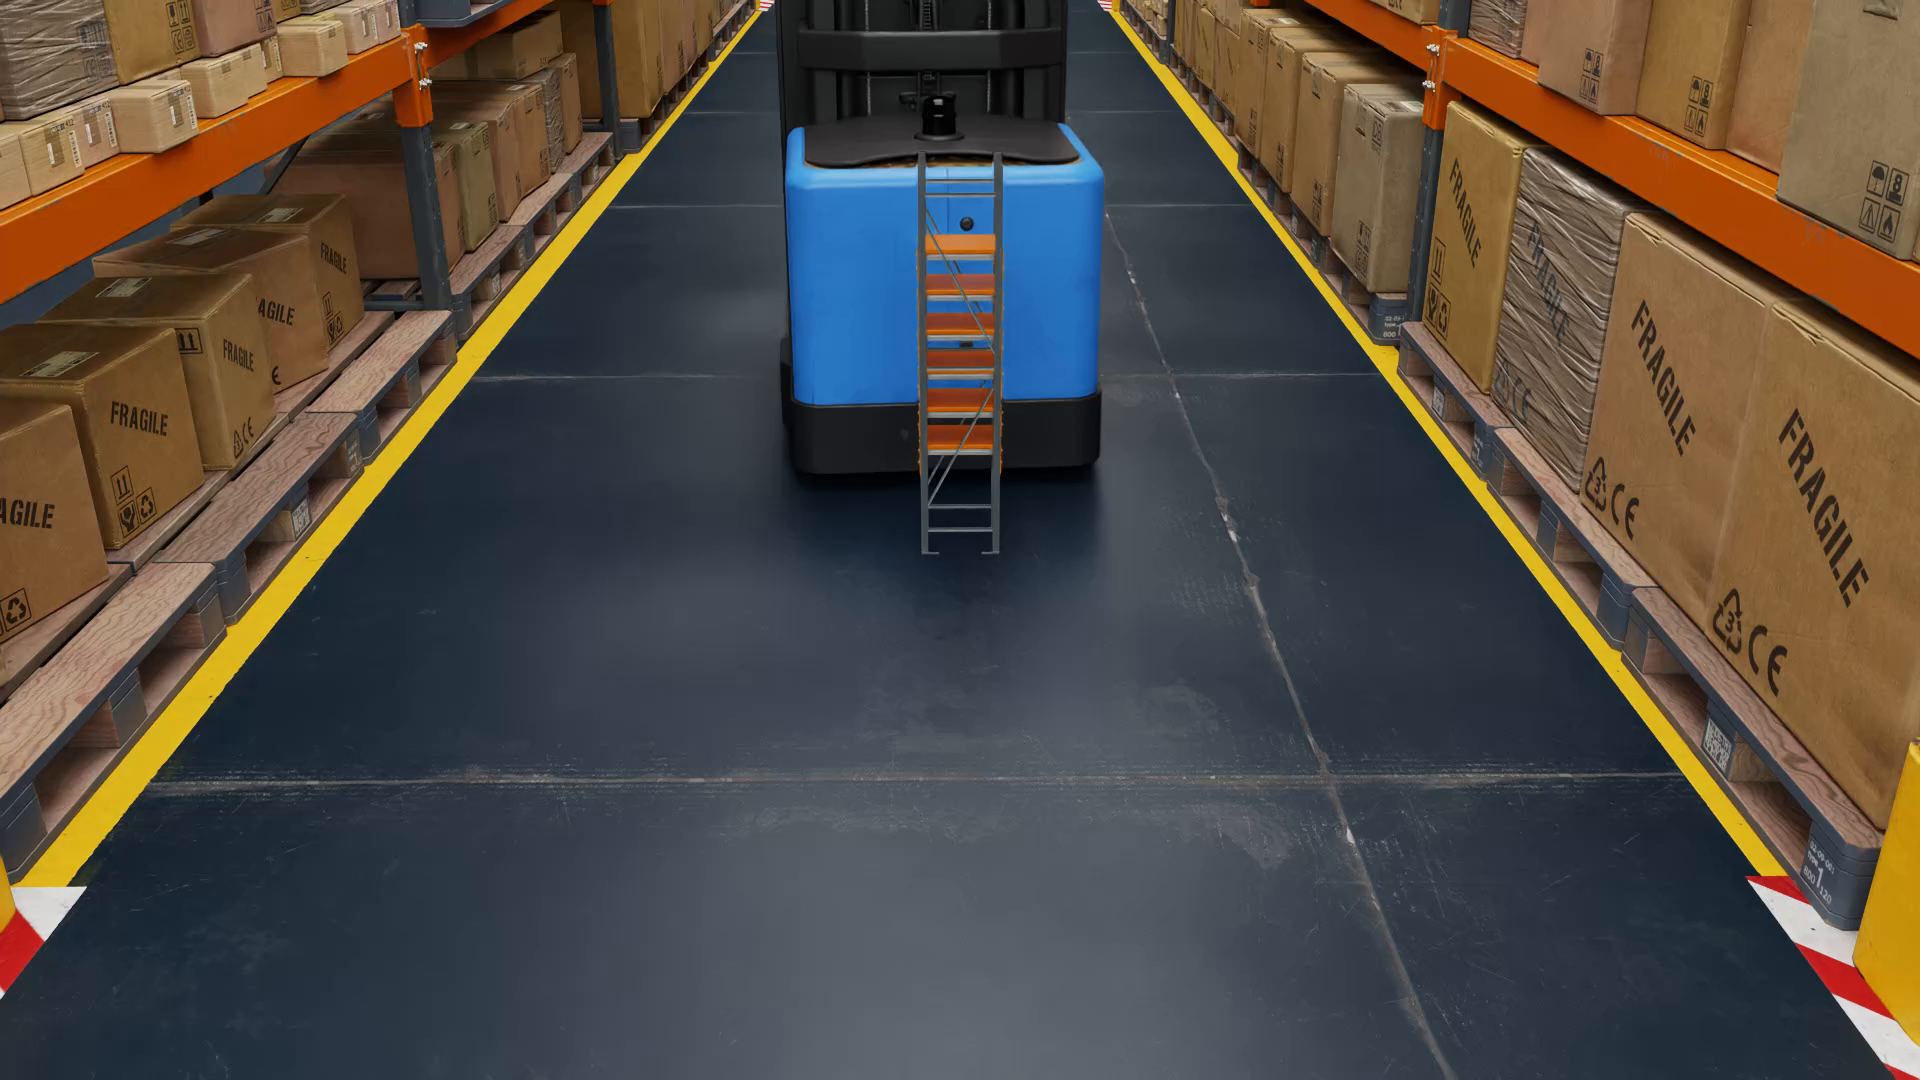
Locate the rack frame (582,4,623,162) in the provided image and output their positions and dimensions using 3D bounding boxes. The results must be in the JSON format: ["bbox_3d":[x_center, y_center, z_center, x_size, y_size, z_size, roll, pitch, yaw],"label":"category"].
[{"bbox_3d":[-2.660,-3.791,9.992,1.000,3.000,0.127,0,24,-1],"label":"rack frame"}]

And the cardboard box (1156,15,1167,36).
[{"bbox_3d":[1.912,-4.472,14.449,0.380,0.149,0.250,0,24,0],"label":"cardboard box"}]

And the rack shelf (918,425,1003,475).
[{"bbox_3d":[0.000,-0.282,5.107,0.258,0.103,0.180,0,24,-1],"label":"rack shelf"}]

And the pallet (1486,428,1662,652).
[{"bbox_3d":[2.291,-0.035,5.072,1.003,0.211,1.213,0,24,-1],"label":"pallet"}]

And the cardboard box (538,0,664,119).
[{"bbox_3d":[-2.646,-3.299,10.972,1.225,0.875,0.875,-1,24,-3],"label":"cardboard box"}]

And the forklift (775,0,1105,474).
[{"bbox_3d":[-0.164,-2.126,6.395,1.130,2.935,3.031,-2,24,-4],"label":"forklift"}]

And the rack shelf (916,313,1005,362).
[{"bbox_3d":[0.000,-0.610,4.958,0.258,0.103,0.180,0,24,-1],"label":"rack shelf"}]

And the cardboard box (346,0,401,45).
[{"bbox_3d":[-2.320,-1.941,6.207,0.380,0.149,0.250,0,24,-1],"label":"cardboard box"}]

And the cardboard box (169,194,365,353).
[{"bbox_3d":[-2.652,-1.030,6.412,0.500,0.500,0.500,-1,24,-2],"label":"cardboard box"}]

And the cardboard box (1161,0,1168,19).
[{"bbox_3d":[1.936,-4.576,14.317,0.380,0.149,0.250,0,24,0],"label":"cardboard box"}]

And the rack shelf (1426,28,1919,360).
[{"bbox_3d":[2.367,-0.972,4.631,1.077,0.370,4.000,0,24,-1],"label":"rack shelf"}]

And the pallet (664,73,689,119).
[{"bbox_3d":[-2.603,-3.347,12.395,1.003,0.211,1.213,0,24,-1],"label":"pallet"}]

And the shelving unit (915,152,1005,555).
[{"bbox_3d":[0.000,-0.541,4.990,0.258,1.200,0.189,0,24,-1],"label":"shelving unit"}]

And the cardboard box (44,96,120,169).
[{"bbox_3d":[-2.357,-1.014,4.156,0.380,0.149,0.250,0,24,-1],"label":"cardboard box"}]

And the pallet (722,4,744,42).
[{"bbox_3d":[-2.650,-4.986,16.019,1.003,0.211,1.213,0,24,-1],"label":"pallet"}]

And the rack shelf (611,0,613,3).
[{"bbox_3d":[-2.682,-4.287,11.963,1.077,0.370,4.000,0,24,-1],"label":"rack shelf"}]

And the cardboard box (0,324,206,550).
[{"bbox_3d":[-2.591,-0.309,4.816,0.500,0.500,0.500,2,24,4],"label":"cardboard box"}]

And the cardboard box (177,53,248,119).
[{"bbox_3d":[-2.318,-1.323,4.840,0.380,0.149,0.250,0,24,-1],"label":"cardboard box"}]

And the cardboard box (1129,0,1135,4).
[{"bbox_3d":[1.887,-5.428,16.561,0.380,0.149,0.250,0,24,0],"label":"cardboard box"}]

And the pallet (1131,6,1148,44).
[{"bbox_3d":[2.198,-4.930,15.894,1.003,0.211,1.213,0,24,-1],"label":"pallet"}]

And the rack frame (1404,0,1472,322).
[{"bbox_3d":[2.345,-2.123,6.305,1.000,3.000,0.127,0,24,-1],"label":"rack frame"}]

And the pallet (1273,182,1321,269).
[{"bbox_3d":[2.245,-1.674,8.696,1.003,0.211,1.213,0,24,-1],"label":"pallet"}]

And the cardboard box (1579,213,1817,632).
[{"bbox_3d":[2.303,-0.340,4.431,0.875,0.875,0.875,-1,24,-1],"label":"cardboard box"}]

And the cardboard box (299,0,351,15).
[{"bbox_3d":[-2.673,-2.138,5.855,0.875,0.500,0.500,0,24,-1],"label":"cardboard box"}]

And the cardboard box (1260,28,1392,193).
[{"bbox_3d":[2.231,-2.326,8.974,1.050,0.750,0.750,0,24,0],"label":"cardboard box"}]

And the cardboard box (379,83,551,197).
[{"bbox_3d":[-2.601,-2.114,8.785,0.700,0.500,0.500,2,24,4],"label":"cardboard box"}]

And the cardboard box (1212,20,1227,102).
[{"bbox_3d":[2.031,-3.308,11.448,0.500,0.500,0.500,1,24,2],"label":"cardboard box"}]

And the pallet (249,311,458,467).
[{"bbox_3d":[-2.573,-0.596,6.311,1.003,0.211,1.213,0,24,-1],"label":"pallet"}]

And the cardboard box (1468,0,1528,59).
[{"bbox_3d":[2.361,-2.040,5.938,0.875,0.550,0.550,0,24,-1],"label":"cardboard box"}]

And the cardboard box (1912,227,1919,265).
[{"bbox_3d":[2.339,-0.696,2.967,0.875,0.550,0.550,0,24,-1],"label":"cardboard box"}]

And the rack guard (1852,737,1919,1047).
[{"bbox_3d":[2.389,0.674,3.154,1.175,0.500,0.348,0,24,-1],"label":"rack guard"}]

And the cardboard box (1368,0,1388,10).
[{"bbox_3d":[2.066,-2.591,7.217,0.500,0.500,0.500,-1,24,-1],"label":"cardboard box"}]

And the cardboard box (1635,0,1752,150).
[{"bbox_3d":[2.383,-1.372,4.462,0.875,0.550,0.500,0,24,-1],"label":"cardboard box"}]

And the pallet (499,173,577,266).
[{"bbox_3d":[-2.642,-1.697,8.746,1.003,0.211,1.213,0,24,-1],"label":"pallet"}]

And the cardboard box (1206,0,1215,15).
[{"bbox_3d":[2.025,-3.864,11.767,0.500,0.250,0.500,0,24,1],"label":"cardboard box"}]

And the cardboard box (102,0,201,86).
[{"bbox_3d":[-2.632,-1.520,4.489,0.875,0.500,0.500,0,24,-1],"label":"cardboard box"}]

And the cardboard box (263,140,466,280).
[{"bbox_3d":[-2.601,-1.457,7.332,0.700,0.500,0.500,-2,24,-5],"label":"cardboard box"}]

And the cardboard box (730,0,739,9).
[{"bbox_3d":[-2.650,-5.672,16.221,0.875,0.875,0.875,0,24,-1],"label":"cardboard box"}]

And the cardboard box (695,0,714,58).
[{"bbox_3d":[-2.676,-4.399,13.405,1.225,0.875,0.875,0,24,0],"label":"cardboard box"}]

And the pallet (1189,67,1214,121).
[{"bbox_3d":[2.284,-3.325,12.345,1.003,0.211,1.213,0,24,-1],"label":"pallet"}]

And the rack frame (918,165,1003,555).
[{"bbox_3d":[0.001,-0.503,4.906,0.240,1.200,0.006,0,24,-1],"label":"rack frame"}]

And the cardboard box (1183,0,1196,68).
[{"bbox_3d":[2.008,-3.949,12.864,0.500,0.500,0.500,1,24,2],"label":"cardboard box"}]

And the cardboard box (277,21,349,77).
[{"bbox_3d":[-2.270,-1.632,5.524,0.380,0.149,0.250,0,24,-1],"label":"cardboard box"}]
